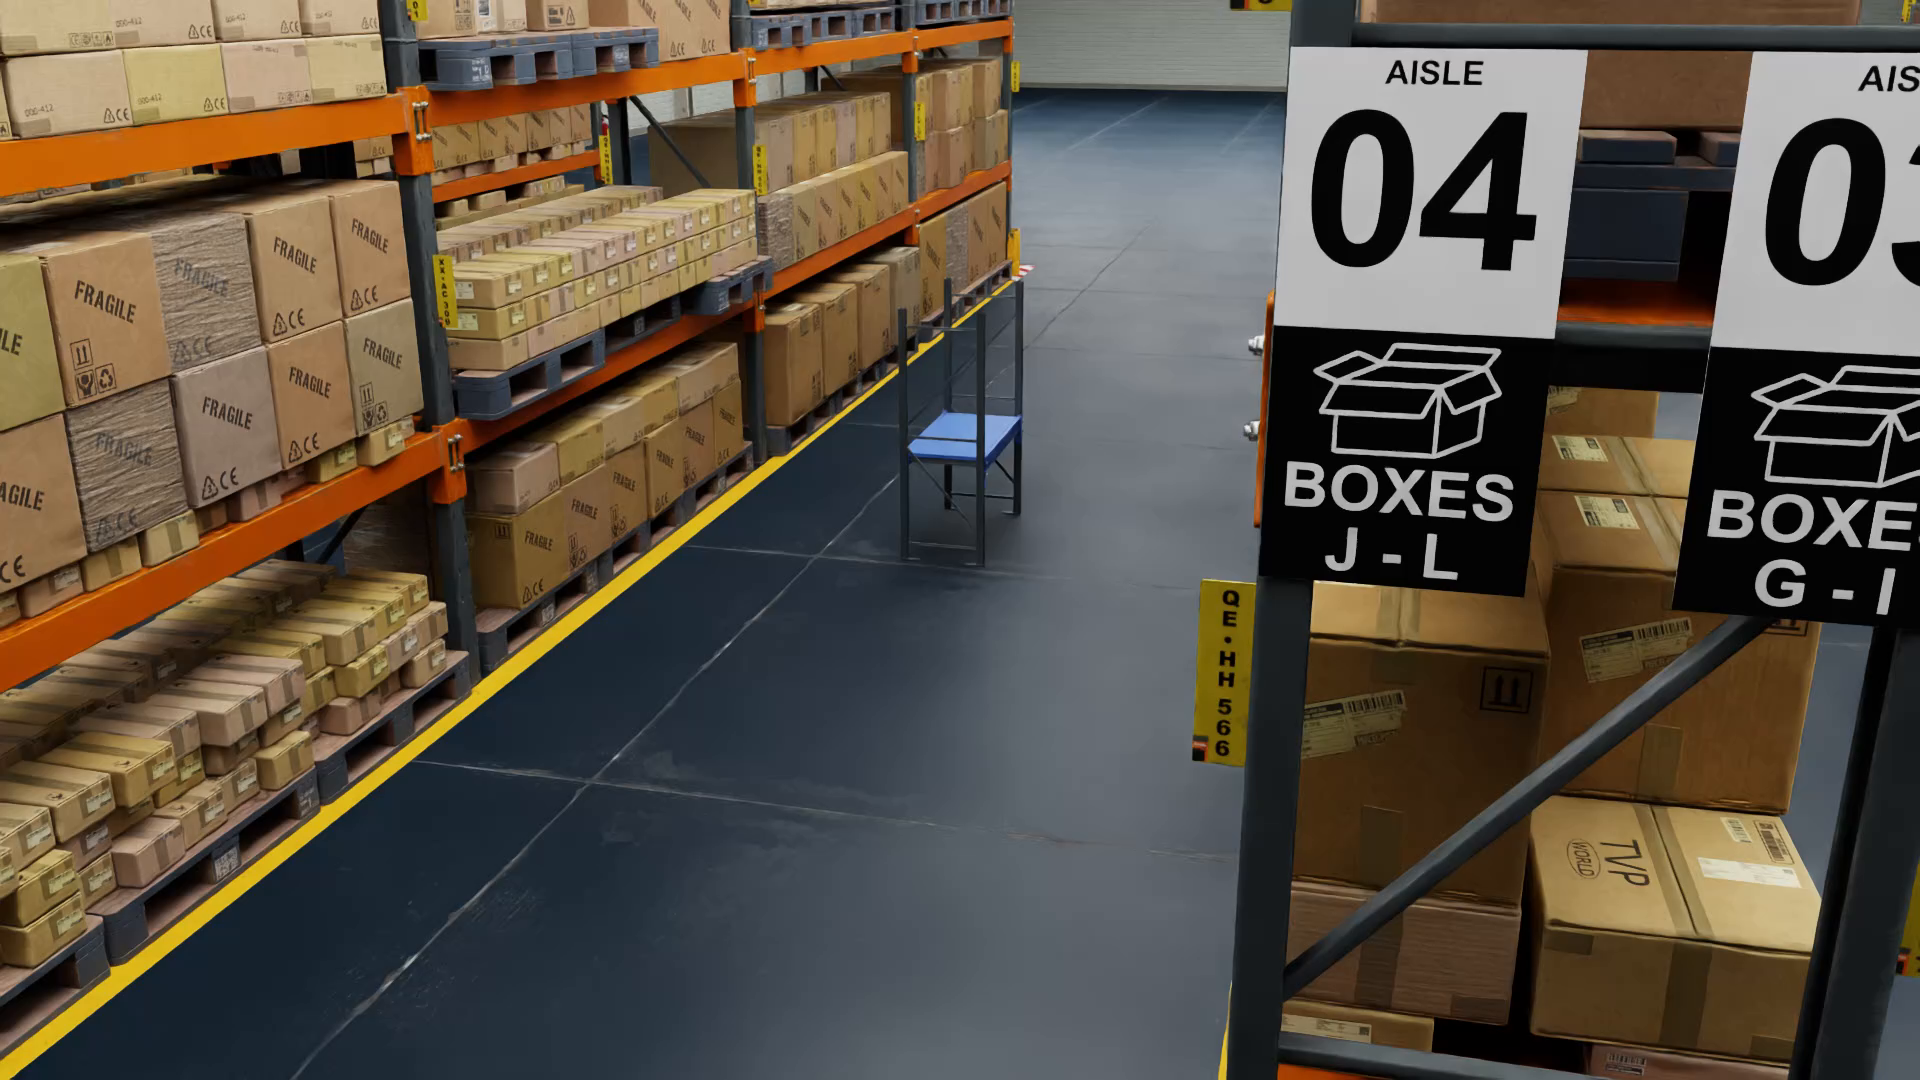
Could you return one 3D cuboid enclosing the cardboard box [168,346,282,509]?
[{"bbox_3d":[-2.940,-0.444,6.231,0.500,0.500,0.500,5,19,13],"label":"cardboard box"}]

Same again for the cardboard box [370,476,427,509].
[{"bbox_3d":[-2.908,-0.372,8.694,0.500,0.250,0.500,4,19,12],"label":"cardboard box"}]

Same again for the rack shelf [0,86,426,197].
[{"bbox_3d":[-3.334,-1.200,5.533,1.077,0.370,4.000,5,19,13],"label":"rack shelf"}]

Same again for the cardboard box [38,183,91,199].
[{"bbox_3d":[-6.565,-2.699,11.747,0.500,0.500,0.500,4,19,12],"label":"cardboard box"}]

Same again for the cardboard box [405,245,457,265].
[{"bbox_3d":[-2.806,-1.416,8.511,0.380,0.149,0.250,4,19,12],"label":"cardboard box"}]

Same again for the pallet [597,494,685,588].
[{"bbox_3d":[-2.360,-0.056,10.026,1.003,0.211,1.213,5,19,13],"label":"pallet"}]

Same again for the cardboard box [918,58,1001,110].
[{"bbox_3d":[-0.041,-4.978,18.219,0.875,0.550,0.550,5,19,13],"label":"cardboard box"}]

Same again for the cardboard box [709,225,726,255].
[{"bbox_3d":[-1.672,-1.865,10.286,0.380,0.149,0.250,5,20,15],"label":"cardboard box"}]

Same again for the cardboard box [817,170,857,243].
[{"bbox_3d":[-1.127,-2.642,13.128,0.500,0.500,0.500,4,19,13],"label":"cardboard box"}]

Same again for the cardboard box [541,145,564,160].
[{"bbox_3d":[-4.693,-4.366,18.717,0.380,0.149,0.250,5,19,14],"label":"cardboard box"}]

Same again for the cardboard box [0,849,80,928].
[{"bbox_3d":[-3.182,1.134,5.526,0.380,0.149,0.250,5,20,15],"label":"cardboard box"}]

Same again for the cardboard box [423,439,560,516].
[{"bbox_3d":[-2.408,-0.330,8.569,0.500,0.250,0.500,4,19,11],"label":"cardboard box"}]

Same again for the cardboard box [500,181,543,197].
[{"bbox_3d":[-4.836,-3.875,18.332,0.380,0.149,0.250,6,20,16],"label":"cardboard box"}]

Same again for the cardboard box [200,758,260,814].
[{"bbox_3d":[-2.992,0.953,6.518,0.380,0.149,0.250,5,19,14],"label":"cardboard box"}]

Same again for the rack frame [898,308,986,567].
[{"bbox_3d":[-0.103,-0.577,9.557,0.500,1.500,0.032,5,19,13],"label":"rack frame"}]

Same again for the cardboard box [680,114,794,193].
[{"bbox_3d":[-1.626,-2.821,12.104,0.700,0.500,0.500,4,19,13],"label":"cardboard box"}]

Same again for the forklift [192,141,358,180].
[{"bbox_3d":[-4.921,-1.960,11.393,3.031,2.935,1.130,7,20,19],"label":"forklift"}]

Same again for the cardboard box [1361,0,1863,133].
[{"bbox_3d":[1.038,-0.951,2.732,0.700,0.500,0.500,3,19,10],"label":"cardboard box"}]

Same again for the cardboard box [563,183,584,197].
[{"bbox_3d":[-4.681,-3.849,19.261,0.500,0.500,0.500,5,19,14],"label":"cardboard box"}]

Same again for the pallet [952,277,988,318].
[{"bbox_3d":[-0.333,-2.552,17.332,1.003,0.211,1.213,5,19,13],"label":"pallet"}]

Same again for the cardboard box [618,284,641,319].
[{"bbox_3d":[-1.989,-1.325,9.165,0.380,0.149,0.250,4,19,12],"label":"cardboard box"}]

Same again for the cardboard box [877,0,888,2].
[{"bbox_3d":[-0.908,-4.616,13.848,0.500,0.250,0.500,5,19,14],"label":"cardboard box"}]

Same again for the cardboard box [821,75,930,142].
[{"bbox_3d":[-0.767,-3.950,15.210,0.875,0.550,0.550,5,19,13],"label":"cardboard box"}]

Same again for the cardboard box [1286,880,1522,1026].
[{"bbox_3d":[0.824,0.686,3.309,0.500,0.250,0.500,4,19,13],"label":"cardboard box"}]

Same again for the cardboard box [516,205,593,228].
[{"bbox_3d":[-2.425,-1.905,9.942,0.380,0.149,0.250,6,20,16],"label":"cardboard box"}]

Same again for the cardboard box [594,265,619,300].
[{"bbox_3d":[-2.052,-1.384,8.879,0.380,0.149,0.250,5,20,16],"label":"cardboard box"}]

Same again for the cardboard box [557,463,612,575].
[{"bbox_3d":[-2.280,-0.141,9.176,0.500,0.500,0.500,6,20,16],"label":"cardboard box"}]

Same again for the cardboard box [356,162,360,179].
[{"bbox_3d":[-5.683,-3.347,15.084,0.380,0.149,0.250,4,19,12],"label":"cardboard box"}]

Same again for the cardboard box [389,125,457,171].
[{"bbox_3d":[-5.337,-3.919,16.405,0.500,0.500,0.500,5,19,13],"label":"cardboard box"}]

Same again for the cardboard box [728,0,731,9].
[{"bbox_3d":[-1.631,-3.641,11.149,0.380,0.149,0.250,4,19,11],"label":"cardboard box"}]

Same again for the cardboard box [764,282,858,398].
[{"bbox_3d":[-1.421,-1.594,13.044,1.050,0.750,0.750,5,19,14],"label":"cardboard box"}]

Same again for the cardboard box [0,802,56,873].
[{"bbox_3d":[-3.248,0.988,5.495,0.380,0.149,0.250,4,19,11],"label":"cardboard box"}]

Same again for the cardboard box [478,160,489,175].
[{"bbox_3d":[-5.151,-3.899,17.351,0.380,0.149,0.250,5,19,13],"label":"cardboard box"}]

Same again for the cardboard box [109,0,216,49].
[{"bbox_3d":[-2.972,-1.843,5.759,0.500,0.250,0.500,5,20,16],"label":"cardboard box"}]

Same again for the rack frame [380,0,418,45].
[{"bbox_3d":[-2.845,-3.587,6.767,1.000,3.000,0.127,5,19,13],"label":"rack frame"}]

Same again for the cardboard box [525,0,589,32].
[{"bbox_3d":[-2.340,-2.889,8.555,0.797,0.503,0.637,4,19,13],"label":"cardboard box"}]

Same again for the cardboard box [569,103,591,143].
[{"bbox_3d":[-4.603,-4.865,19.175,0.500,0.500,0.500,4,19,12],"label":"cardboard box"}]

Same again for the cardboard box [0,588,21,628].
[{"bbox_3d":[-3.265,0.211,5.319,0.380,0.149,0.250,4,19,13],"label":"cardboard box"}]

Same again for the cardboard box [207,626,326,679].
[{"bbox_3d":[-2.896,0.490,6.953,0.380,0.149,0.250,5,20,15],"label":"cardboard box"}]

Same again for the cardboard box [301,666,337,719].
[{"bbox_3d":[-2.872,0.627,7.011,0.380,0.149,0.250,5,19,14],"label":"cardboard box"}]

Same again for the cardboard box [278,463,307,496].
[{"bbox_3d":[-2.898,-0.277,6.748,0.380,0.149,0.250,4,19,12],"label":"cardboard box"}]

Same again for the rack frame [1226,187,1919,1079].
[{"bbox_3d":[0.963,0.929,2.827,1.000,3.000,0.127,5,19,13],"label":"rack frame"}]

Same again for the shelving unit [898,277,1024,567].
[{"bbox_3d":[0.021,-0.736,10.023,0.538,1.500,1.048,5,19,13],"label":"shelving unit"}]

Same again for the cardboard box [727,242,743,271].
[{"bbox_3d":[-1.605,-1.813,10.594,0.380,0.149,0.250,5,19,13],"label":"cardboard box"}]

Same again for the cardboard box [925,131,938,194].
[{"bbox_3d":[-0.699,-3.617,15.905,0.875,0.550,0.550,5,19,13],"label":"cardboard box"}]

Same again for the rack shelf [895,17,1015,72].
[{"bbox_3d":[-0.402,-4.961,16.545,1.077,0.370,4.000,5,19,13],"label":"rack shelf"}]

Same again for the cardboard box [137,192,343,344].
[{"bbox_3d":[-2.819,-1.078,6.542,0.500,0.500,0.500,4,19,12],"label":"cardboard box"}]

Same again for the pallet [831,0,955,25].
[{"bbox_3d":[-0.680,-4.889,15.356,1.003,0.211,1.213,5,19,13],"label":"pallet"}]

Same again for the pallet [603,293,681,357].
[{"bbox_3d":[-2.312,-1.287,9.613,1.003,0.211,1.213,5,19,13],"label":"pallet"}]

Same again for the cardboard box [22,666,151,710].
[{"bbox_3d":[-3.438,0.626,6.555,0.380,0.149,0.250,4,19,11],"label":"cardboard box"}]

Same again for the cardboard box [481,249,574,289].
[{"bbox_3d":[-2.175,-1.365,8.361,0.380,0.149,0.250,5,19,14],"label":"cardboard box"}]

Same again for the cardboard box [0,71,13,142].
[{"bbox_3d":[-3.218,-1.291,4.917,0.500,0.250,0.500,4,19,12],"label":"cardboard box"}]

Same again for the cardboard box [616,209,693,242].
[{"bbox_3d":[-1.797,-1.854,9.792,0.380,0.149,0.250,5,19,13],"label":"cardboard box"}]

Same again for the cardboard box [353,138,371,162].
[{"bbox_3d":[-5.725,-3.683,15.066,0.500,0.500,0.500,5,19,14],"label":"cardboard box"}]

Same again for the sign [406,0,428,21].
[{"bbox_3d":[-2.317,-2.372,7.050,0.100,0.325,0.005,5,19,13],"label":"sign"}]
